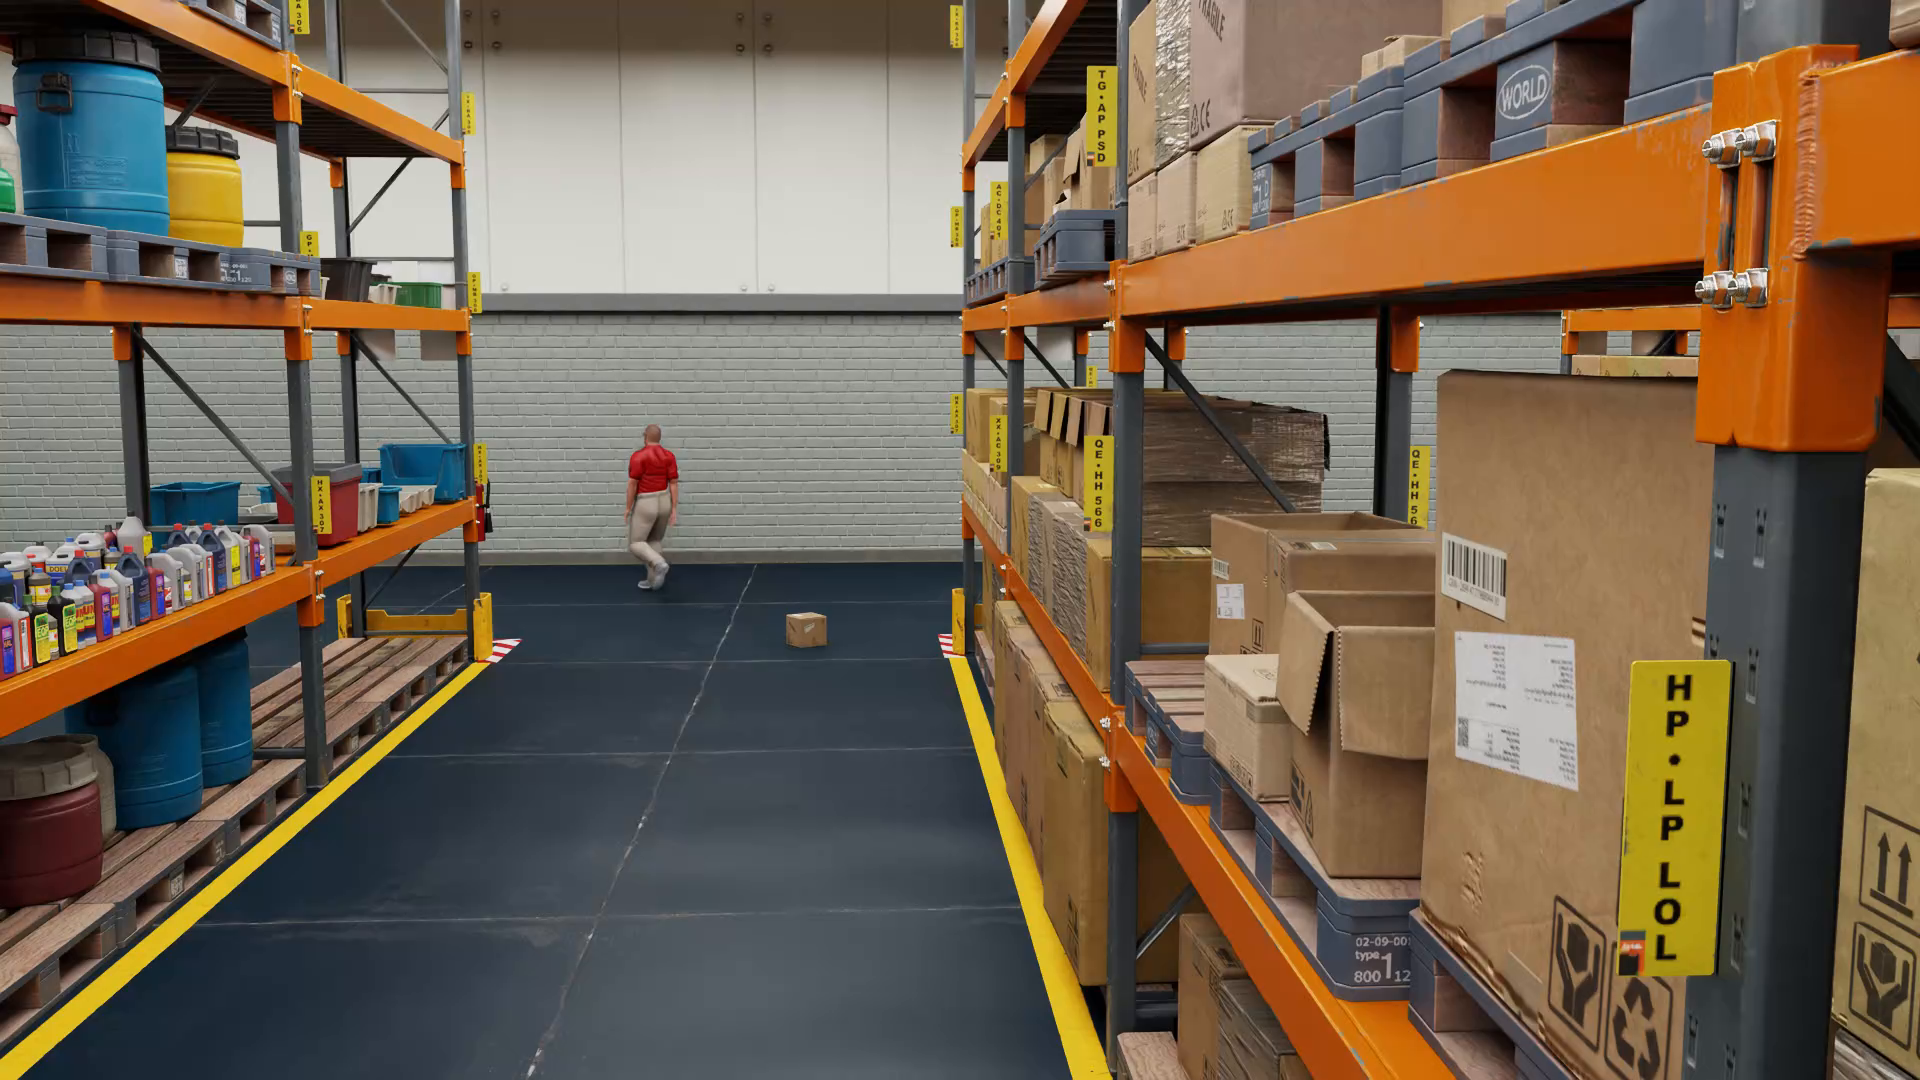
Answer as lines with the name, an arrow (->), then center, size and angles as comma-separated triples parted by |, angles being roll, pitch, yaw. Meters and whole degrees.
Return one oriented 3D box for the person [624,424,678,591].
person -> -3.123, -0.321, 16.868 | 0.529, 1.701, 0.735 | -7, 10, -44
